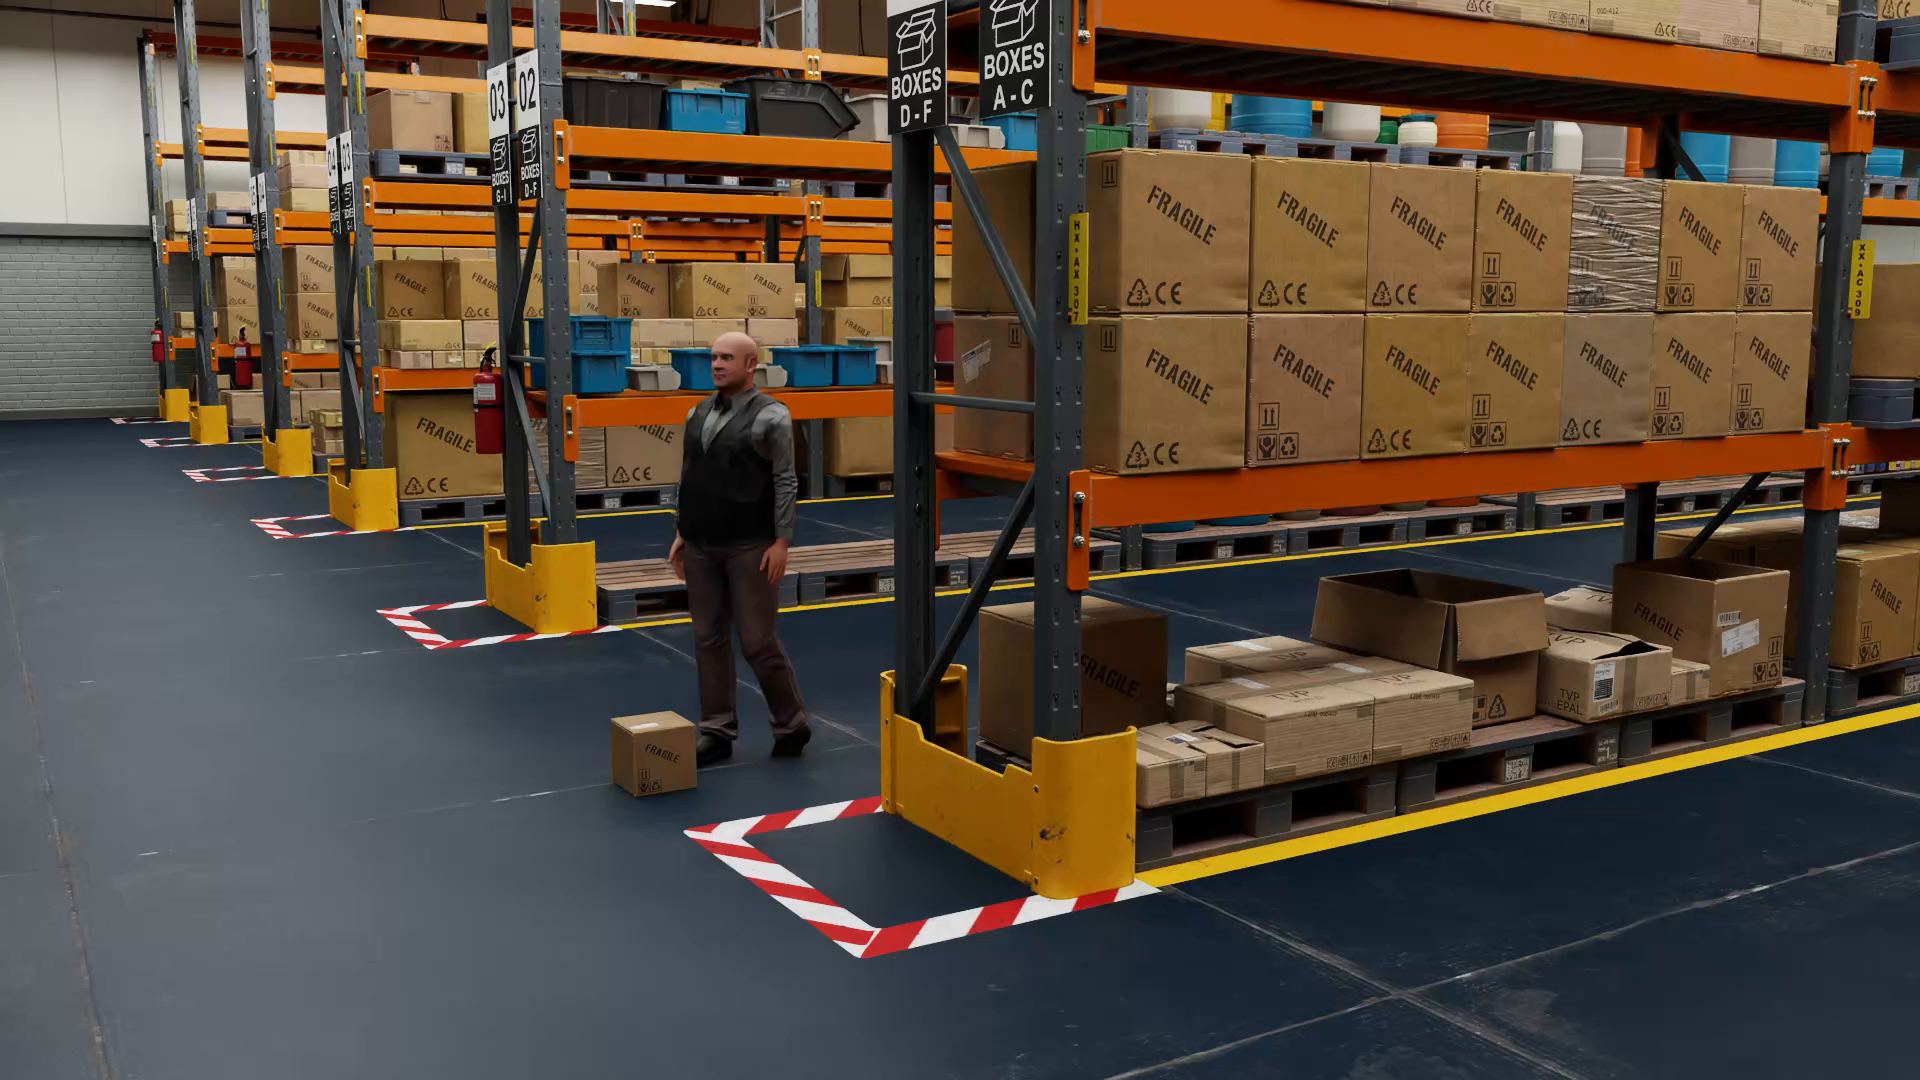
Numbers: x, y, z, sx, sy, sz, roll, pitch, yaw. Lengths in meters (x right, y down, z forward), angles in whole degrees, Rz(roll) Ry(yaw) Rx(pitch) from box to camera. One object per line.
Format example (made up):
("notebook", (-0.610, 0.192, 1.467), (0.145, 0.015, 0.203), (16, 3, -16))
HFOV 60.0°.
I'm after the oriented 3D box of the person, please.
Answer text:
("person", (-0.924, 0.067, 6.677), (0.562, 1.792, 0.516), (5, 10, 32))
